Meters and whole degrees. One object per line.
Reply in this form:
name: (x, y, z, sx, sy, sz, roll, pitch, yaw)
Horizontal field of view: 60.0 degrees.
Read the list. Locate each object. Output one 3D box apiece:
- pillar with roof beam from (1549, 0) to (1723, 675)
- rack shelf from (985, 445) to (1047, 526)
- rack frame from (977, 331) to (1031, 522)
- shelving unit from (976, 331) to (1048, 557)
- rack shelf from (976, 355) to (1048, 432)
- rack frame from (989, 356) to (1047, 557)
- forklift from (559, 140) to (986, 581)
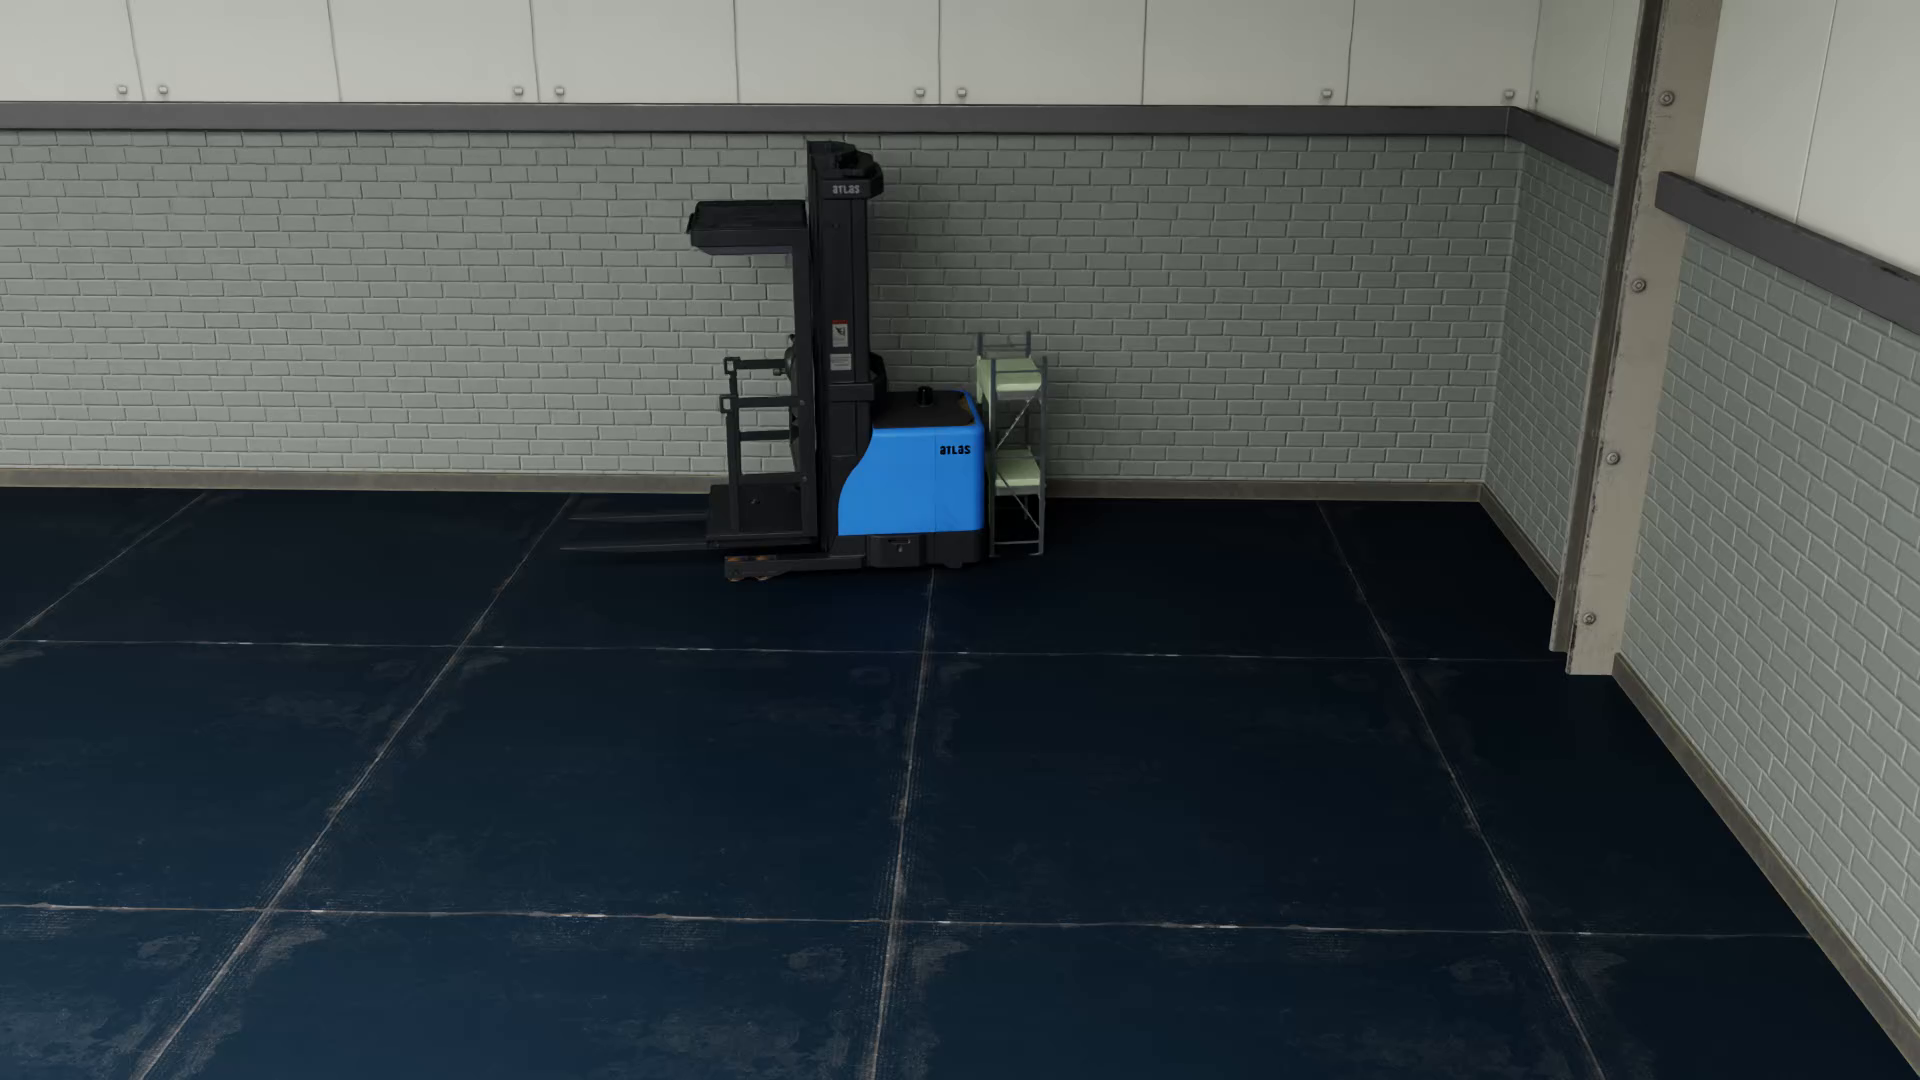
pillar with roof beam: (-0.353, -3.475, 9.046, 9.100, 9.000, 0.400, 1, 21, 2)
rack shelf: (0.372, -0.413, 12.421, 0.431, 0.370, 0.720, -2, 21, -6)
rack frame: (0.329, -0.848, 12.642, 0.400, 1.500, 0.023, -2, 21, -6)
shelving unit: (0.372, -0.717, 12.303, 0.431, 1.500, 0.755, -2, 21, -6)
rack shelf: (0.373, -1.081, 12.162, 0.431, 0.370, 0.720, -2, 21, -6)
rack frame: (0.416, -0.586, 11.964, 0.400, 1.500, 0.023, -2, 21, -6)
forklift: (-1.362, -1.275, 11.763, 3.031, 2.935, 1.130, -2, 21, -6)
